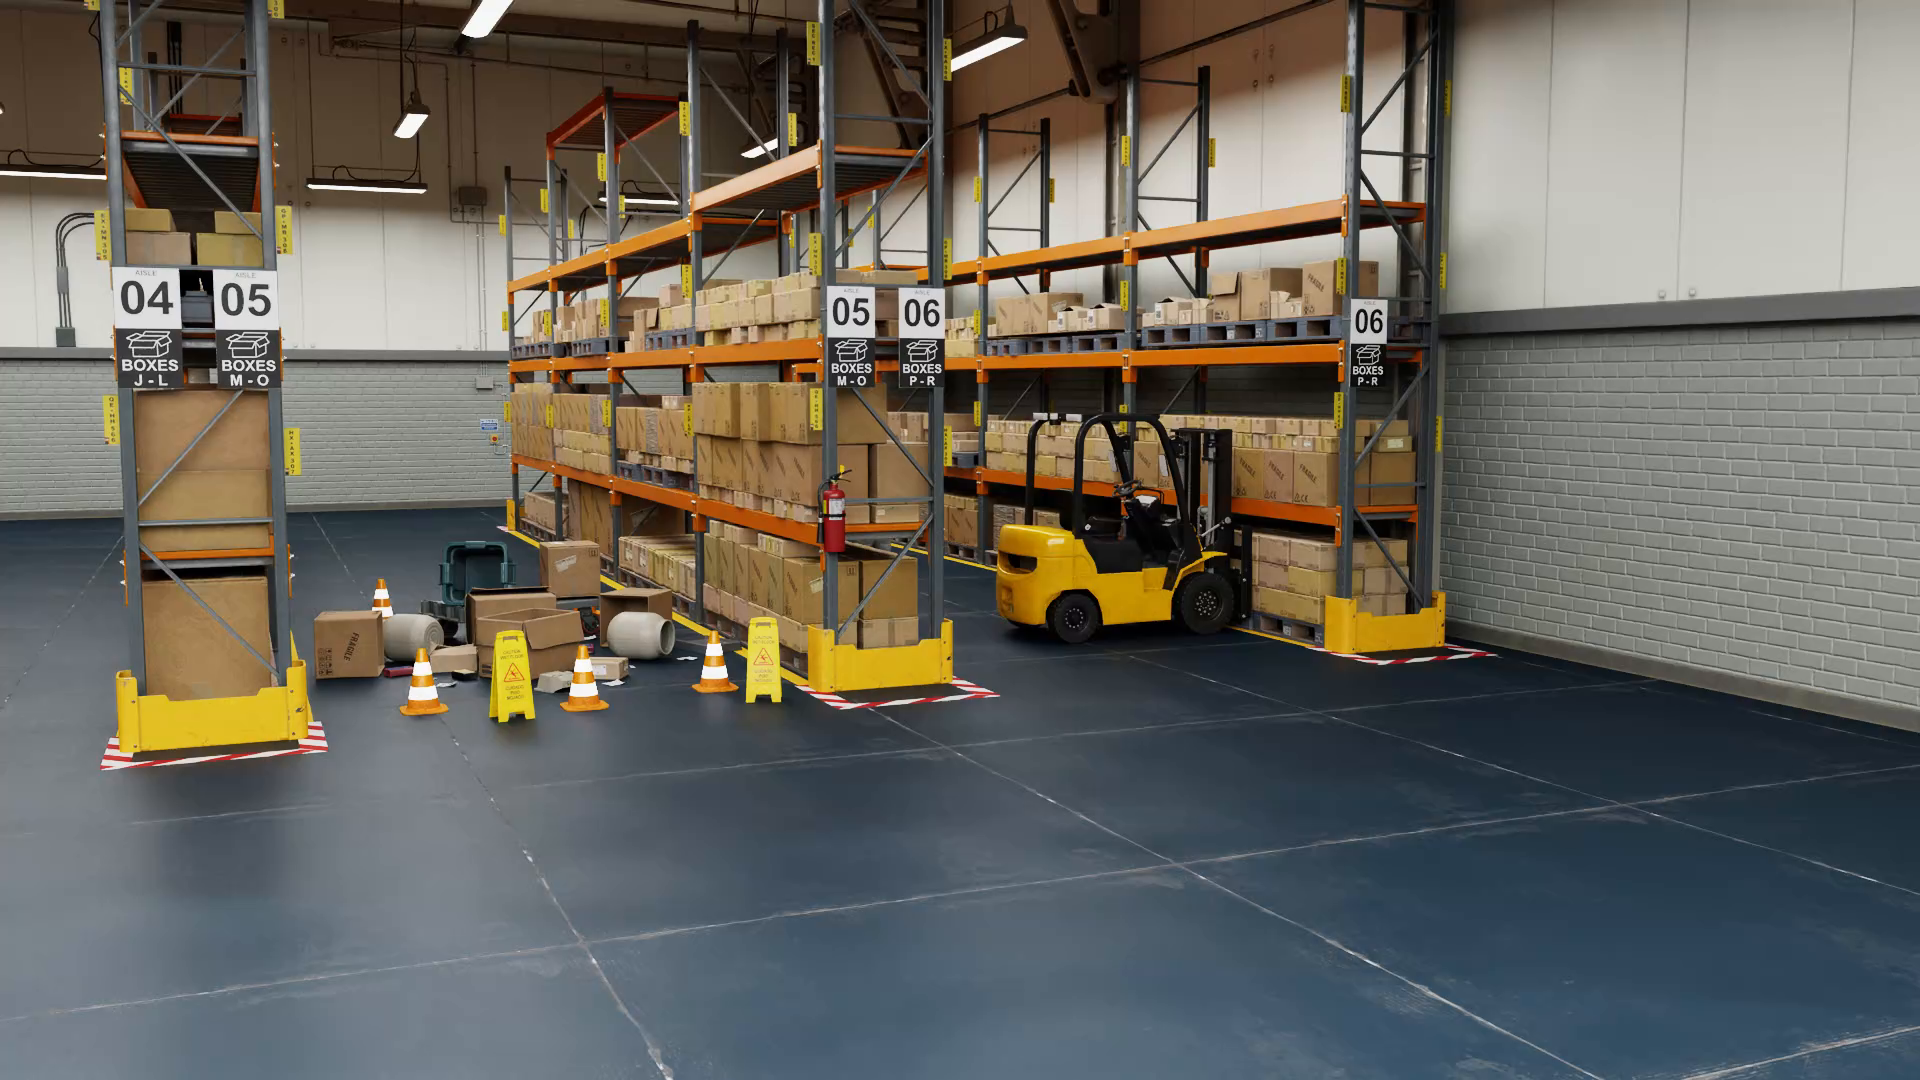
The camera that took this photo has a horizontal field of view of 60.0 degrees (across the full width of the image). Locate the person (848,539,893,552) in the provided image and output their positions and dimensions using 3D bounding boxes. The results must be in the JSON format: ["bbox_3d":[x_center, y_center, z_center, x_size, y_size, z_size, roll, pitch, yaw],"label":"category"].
[{"bbox_3d":[-0.951,-0.109,17.876,0.585,1.749,0.439,-2,6,-24],"label":"person"}]
